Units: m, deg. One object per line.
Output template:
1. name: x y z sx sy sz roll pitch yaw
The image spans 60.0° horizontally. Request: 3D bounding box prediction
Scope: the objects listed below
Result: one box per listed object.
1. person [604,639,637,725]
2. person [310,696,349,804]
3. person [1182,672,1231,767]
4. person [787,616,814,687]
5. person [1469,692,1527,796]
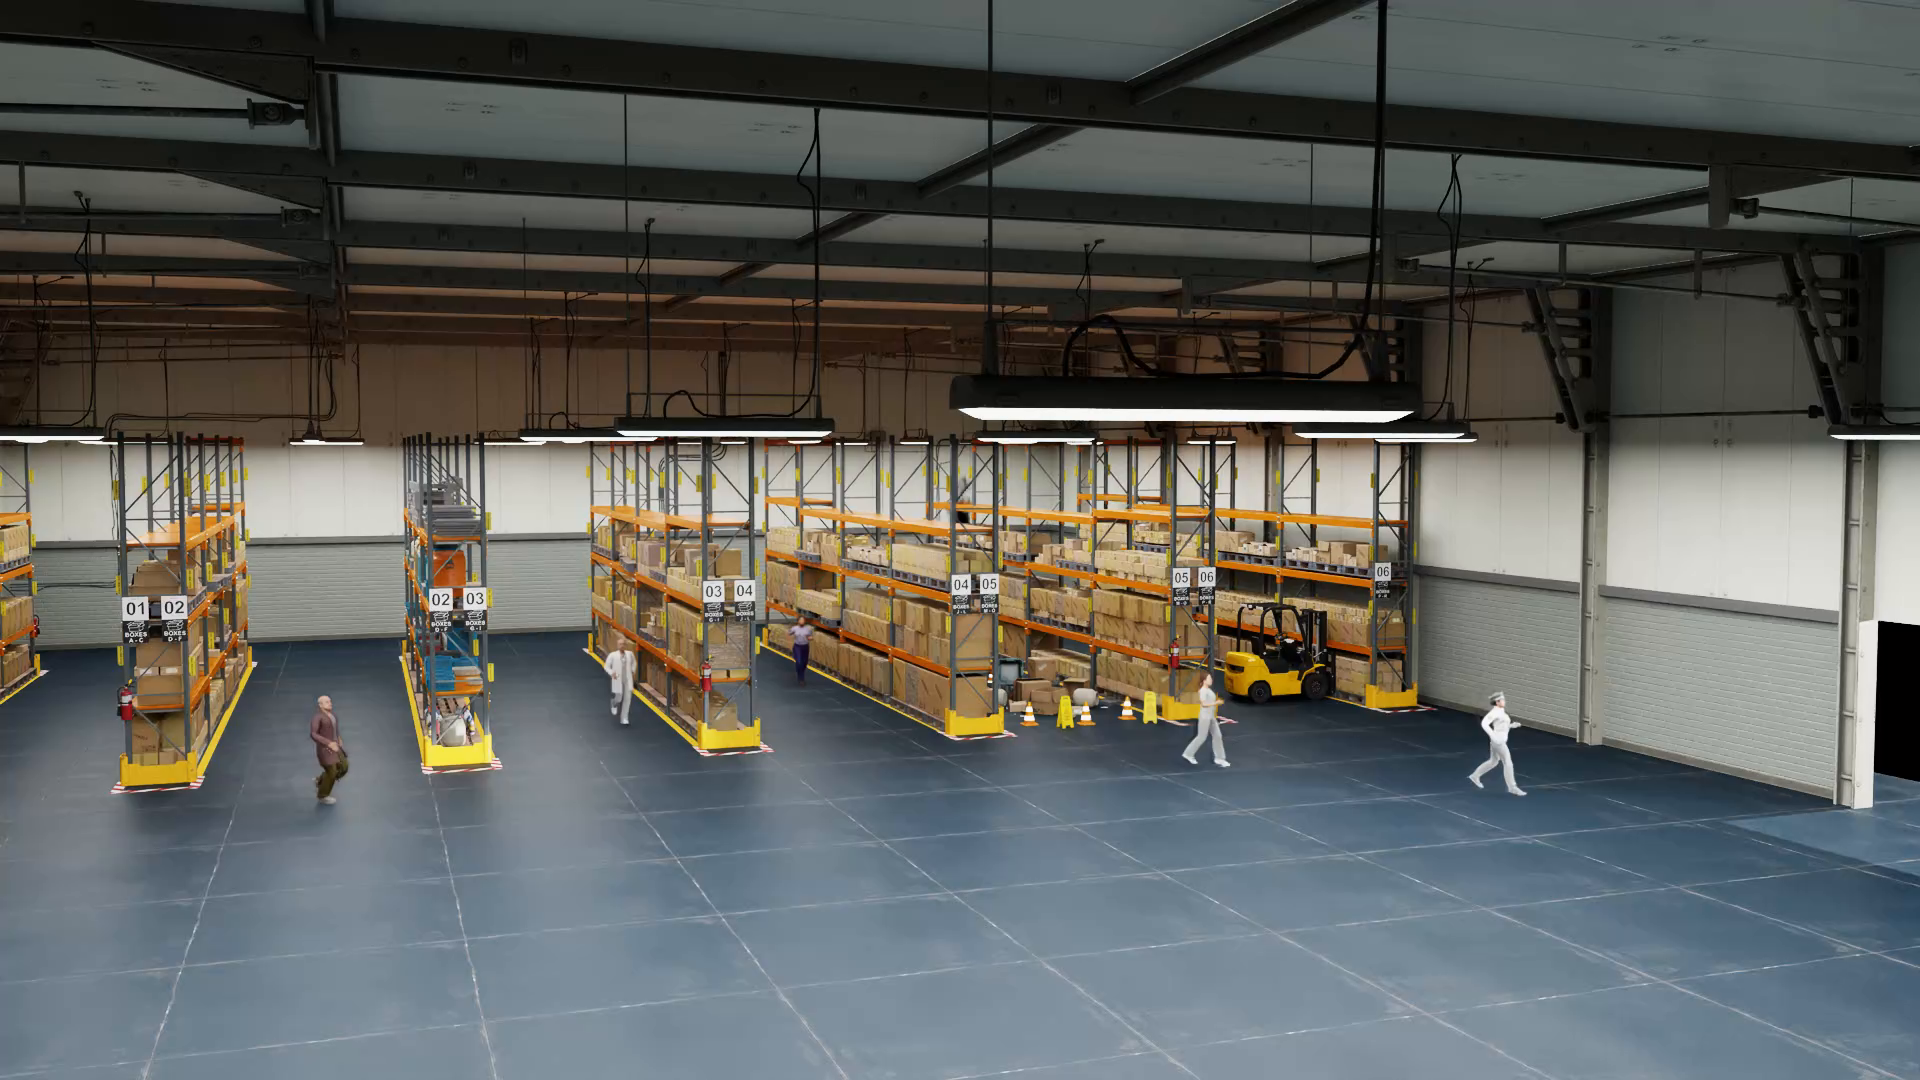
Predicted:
1. person: -7.024 2.935 34.572 0.710 1.750 0.888 -2 4 -27
2. person: -10.190 3.376 26.805 0.571 1.732 0.717 1 3 9
3. person: 4.418 3.208 29.755 0.881 1.673 0.559 2 4 26
4. person: -3.829 2.663 40.112 0.594 1.671 0.895 -1 3 -24
5. person: 8.871 3.331 27.415 0.935 1.689 0.607 1 3 24
